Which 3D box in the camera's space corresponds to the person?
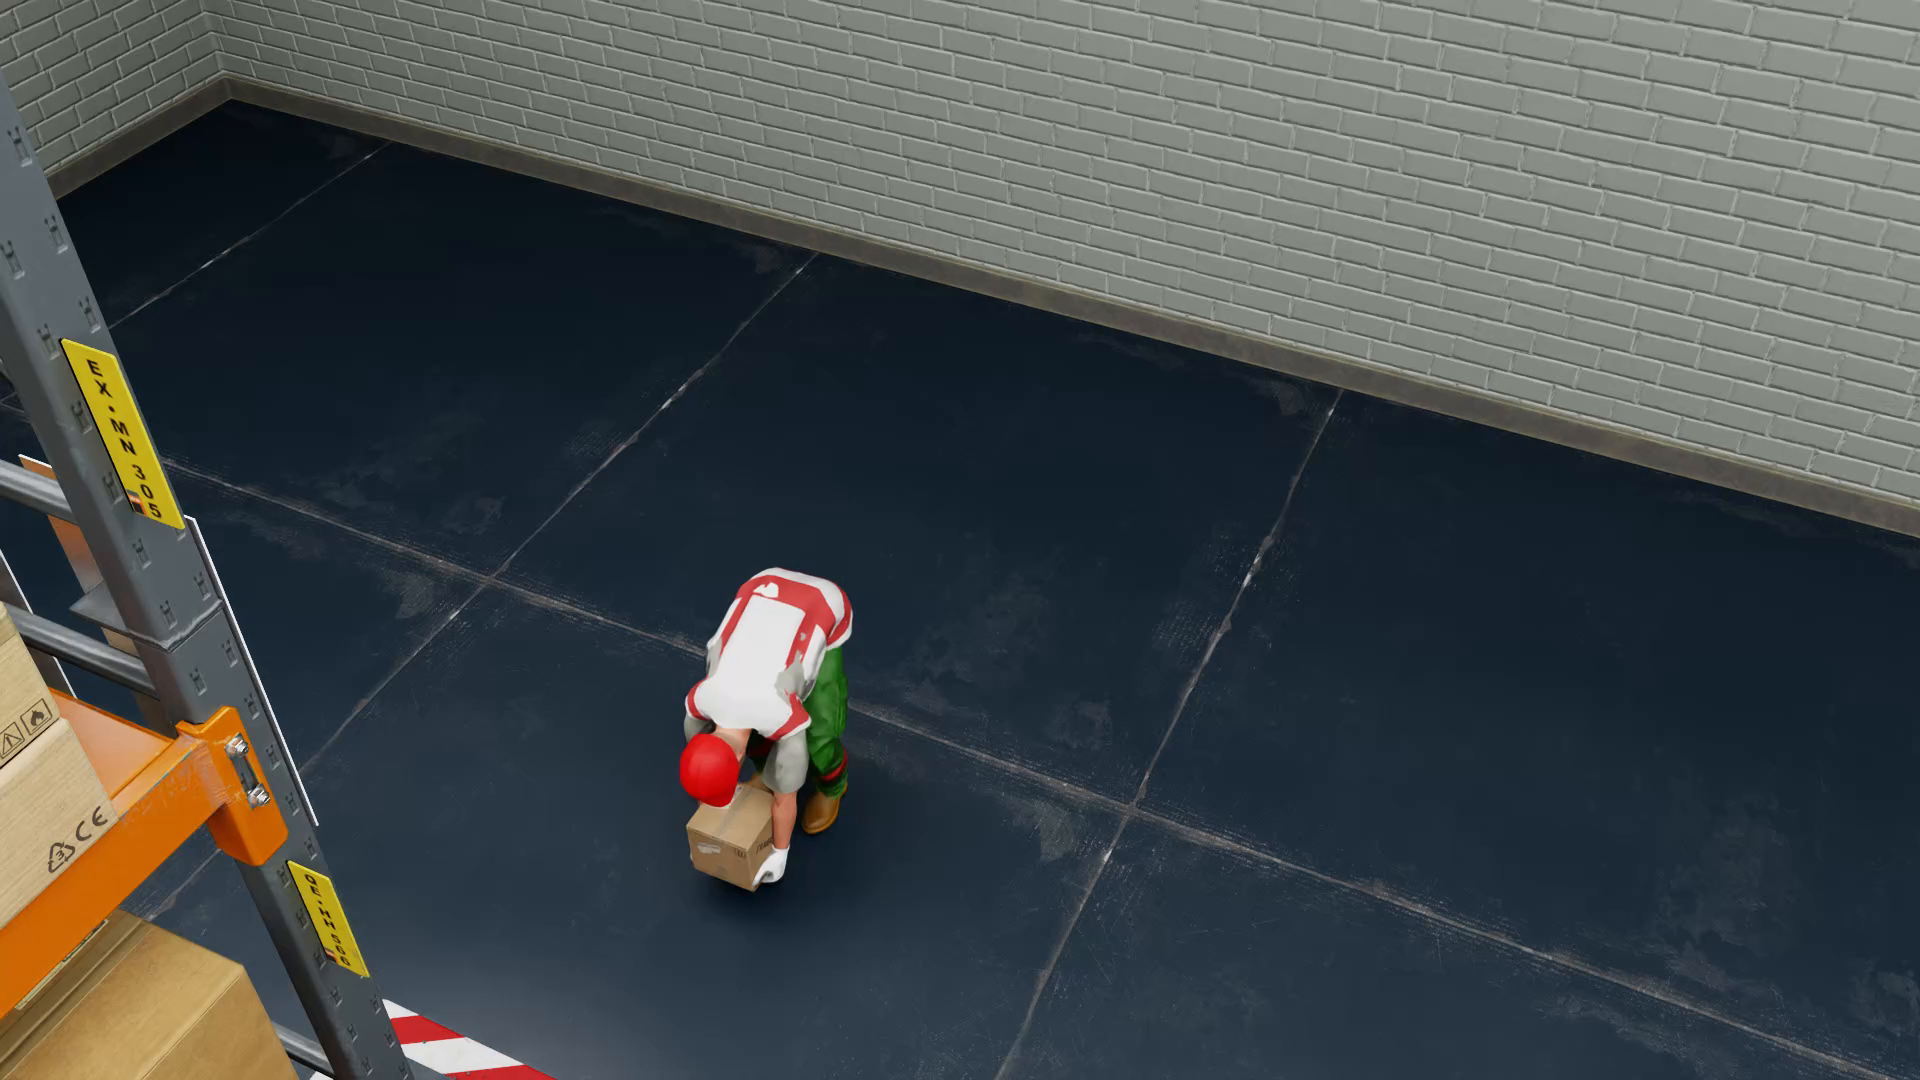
[{"bbox_3d":[-0.699,0.710,5.904,0.522,1.037,0.957,15,44,17],"label":"person"}]
